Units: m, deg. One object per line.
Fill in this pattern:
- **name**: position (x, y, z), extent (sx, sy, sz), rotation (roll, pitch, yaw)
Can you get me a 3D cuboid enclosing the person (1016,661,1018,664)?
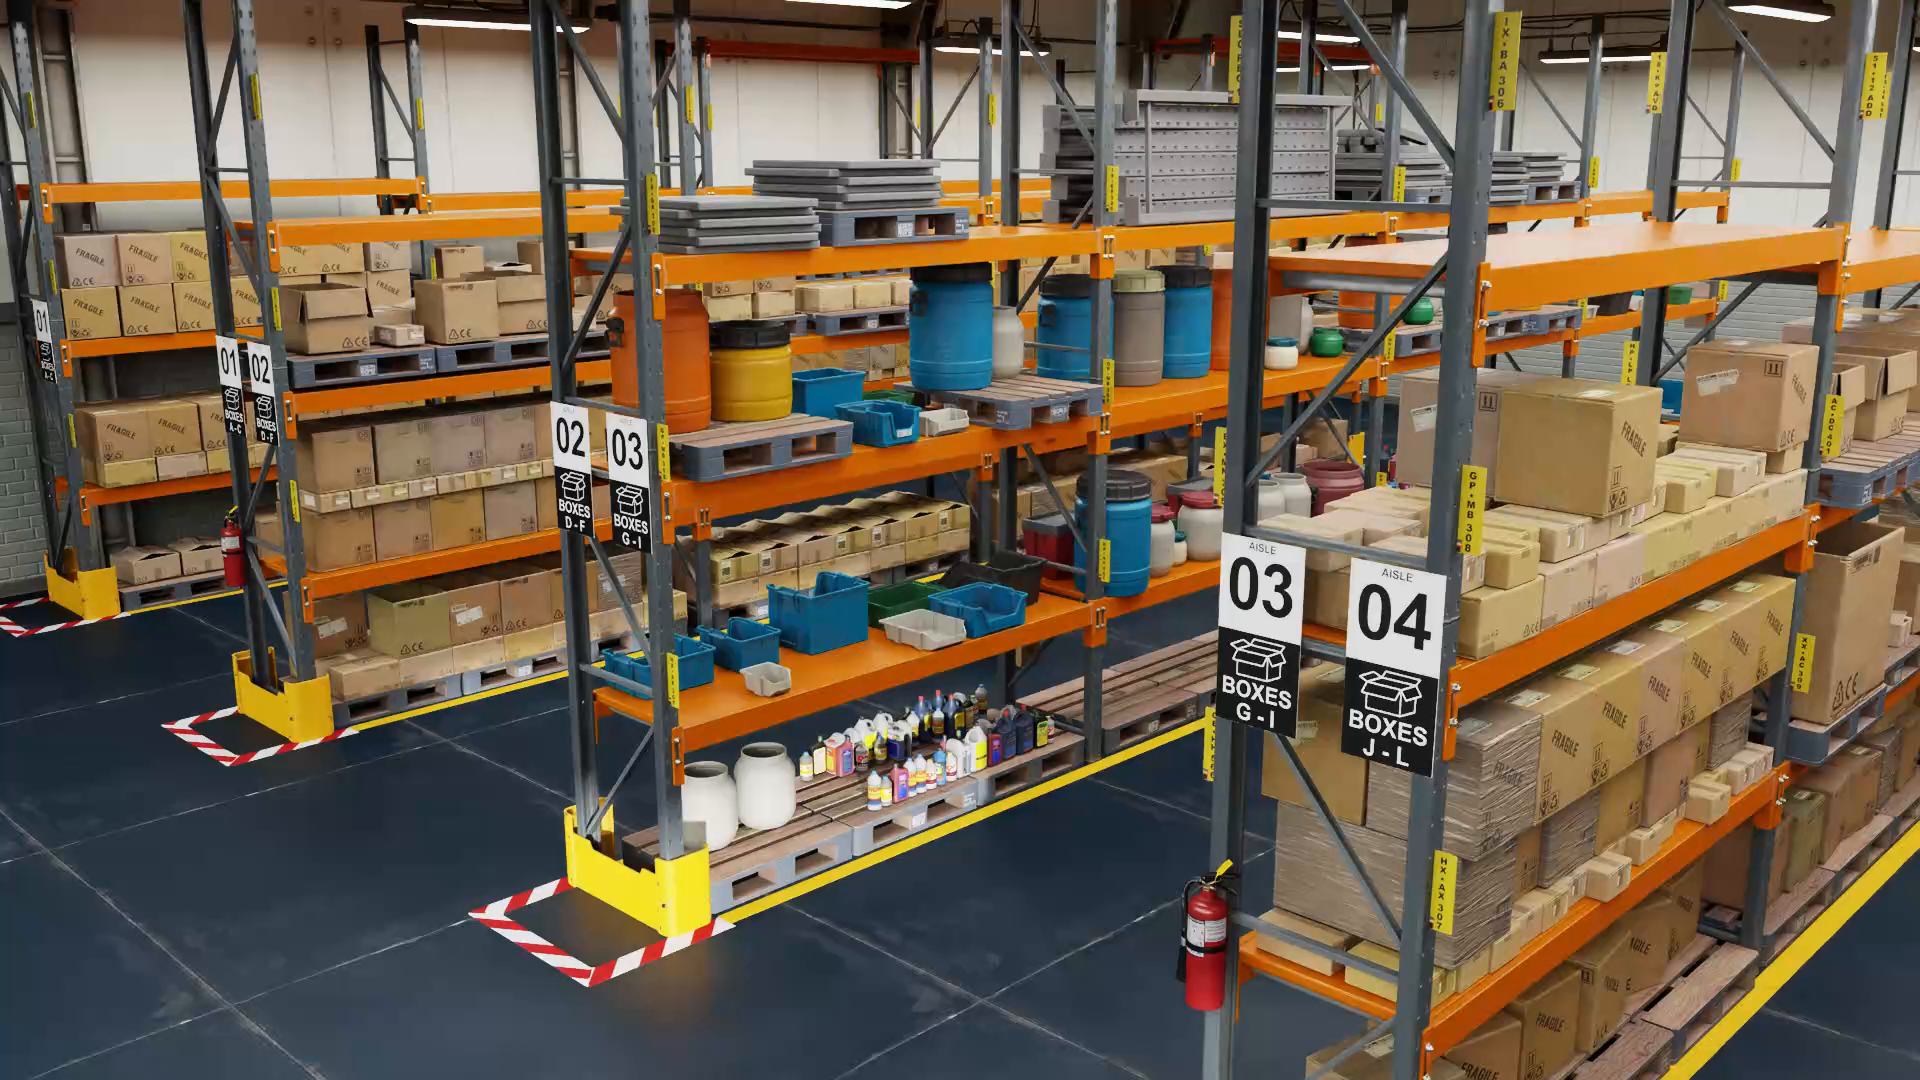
- **person**: position (0.345, 0.754, 15.654), extent (0.907, 0.825, 0.519), rotation (13, 19, 42)
